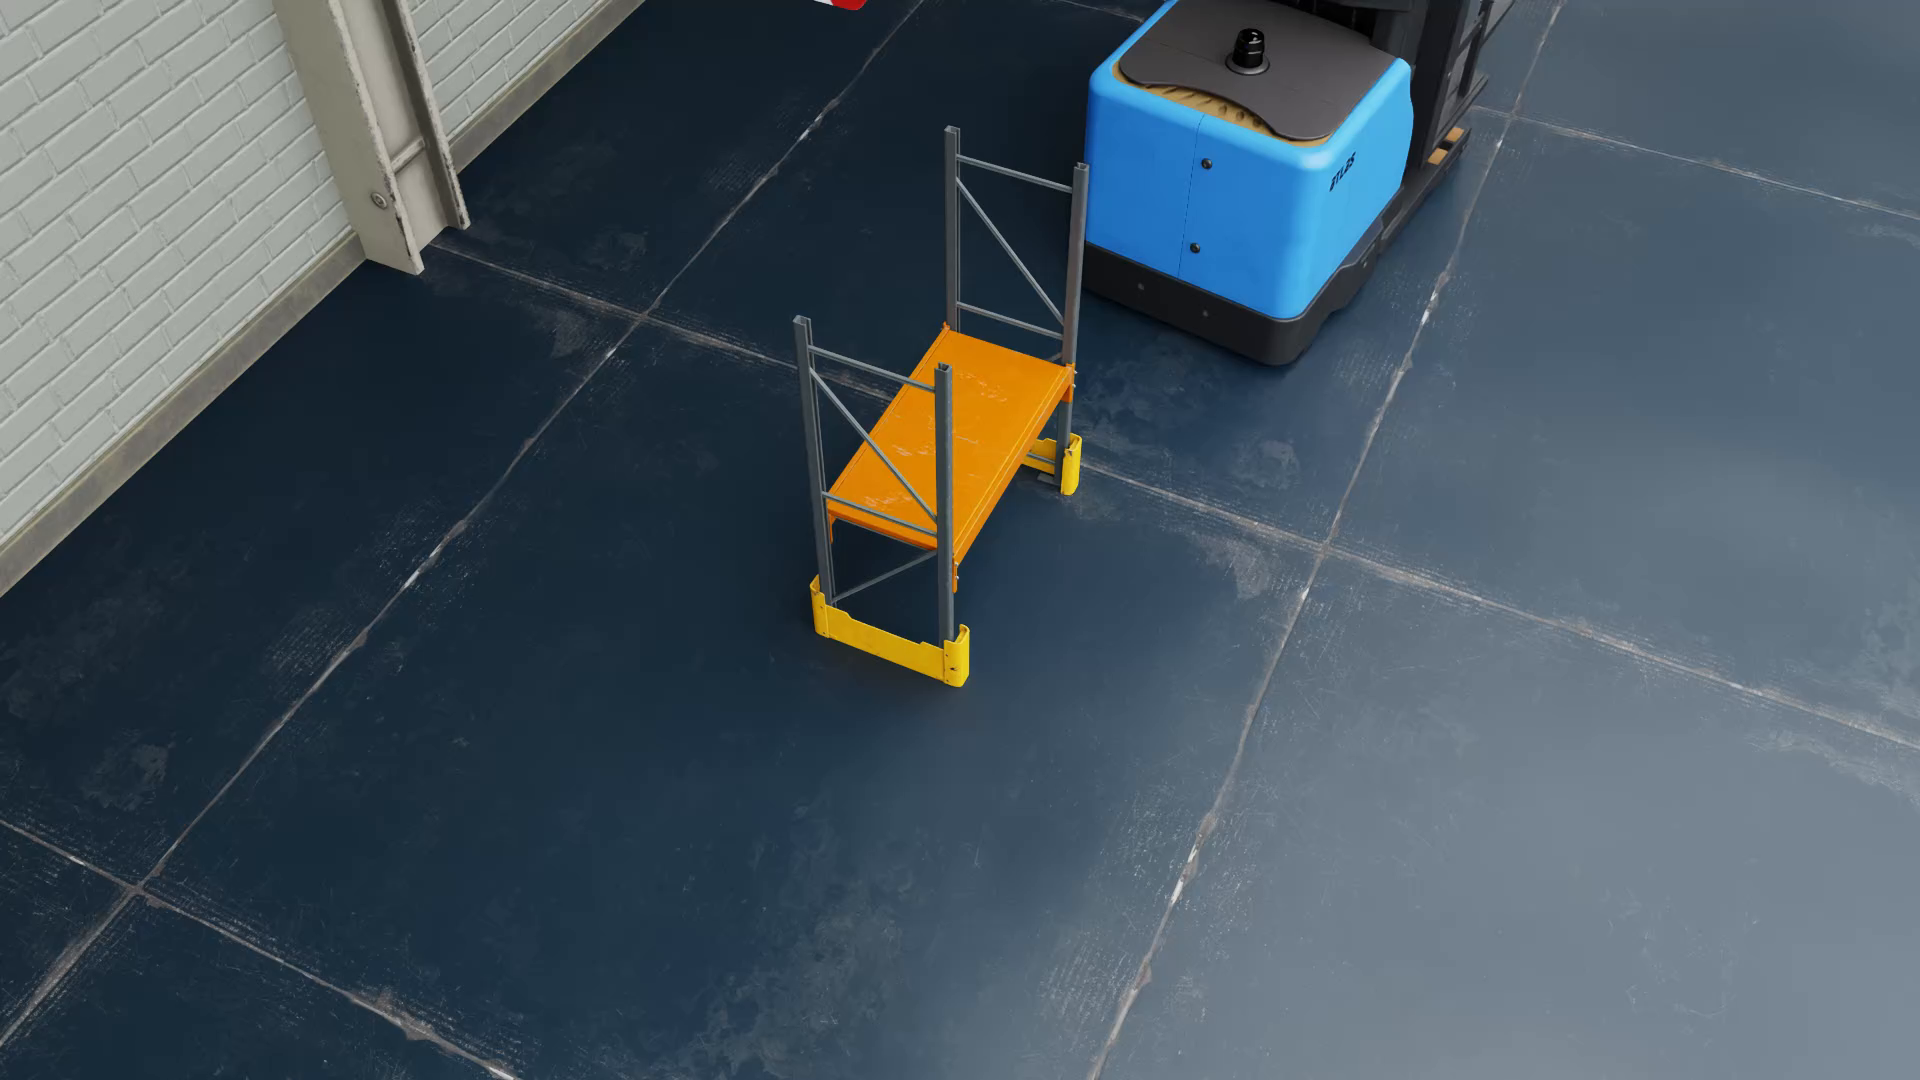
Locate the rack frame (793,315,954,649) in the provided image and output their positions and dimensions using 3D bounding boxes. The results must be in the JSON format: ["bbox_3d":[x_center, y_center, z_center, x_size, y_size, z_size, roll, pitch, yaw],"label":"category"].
[{"bbox_3d":[-0.254,-0.077,5.331,0.500,1.500,0.032,20,52,16],"label":"rack frame"}]

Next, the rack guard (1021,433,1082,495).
[{"bbox_3d":[0.180,-0.371,6.402,0.587,0.250,0.087,20,52,16],"label":"rack guard"}]

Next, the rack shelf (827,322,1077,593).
[{"bbox_3d":[-0.036,-0.311,5.766,0.538,0.185,1.000,20,52,16],"label":"rack shelf"}]

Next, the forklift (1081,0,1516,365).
[{"bbox_3d":[1.707,-2.764,6.677,1.130,2.935,3.031,27,55,21],"label":"forklift"}]

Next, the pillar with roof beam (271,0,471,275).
[{"bbox_3d":[1.478,-2.852,2.768,9.100,9.000,0.400,20,52,16],"label":"pillar with roof beam"}]

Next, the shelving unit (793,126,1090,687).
[{"bbox_3d":[-0.033,-0.434,5.634,0.587,1.500,1.083,20,52,16],"label":"shelving unit"}]

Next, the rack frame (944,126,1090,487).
[{"bbox_3d":[0.181,-0.777,5.927,0.500,1.500,0.032,20,52,16],"label":"rack frame"}]

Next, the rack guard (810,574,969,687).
[{"bbox_3d":[-0.245,0.314,5.818,0.587,0.250,0.087,20,52,16],"label":"rack guard"}]
